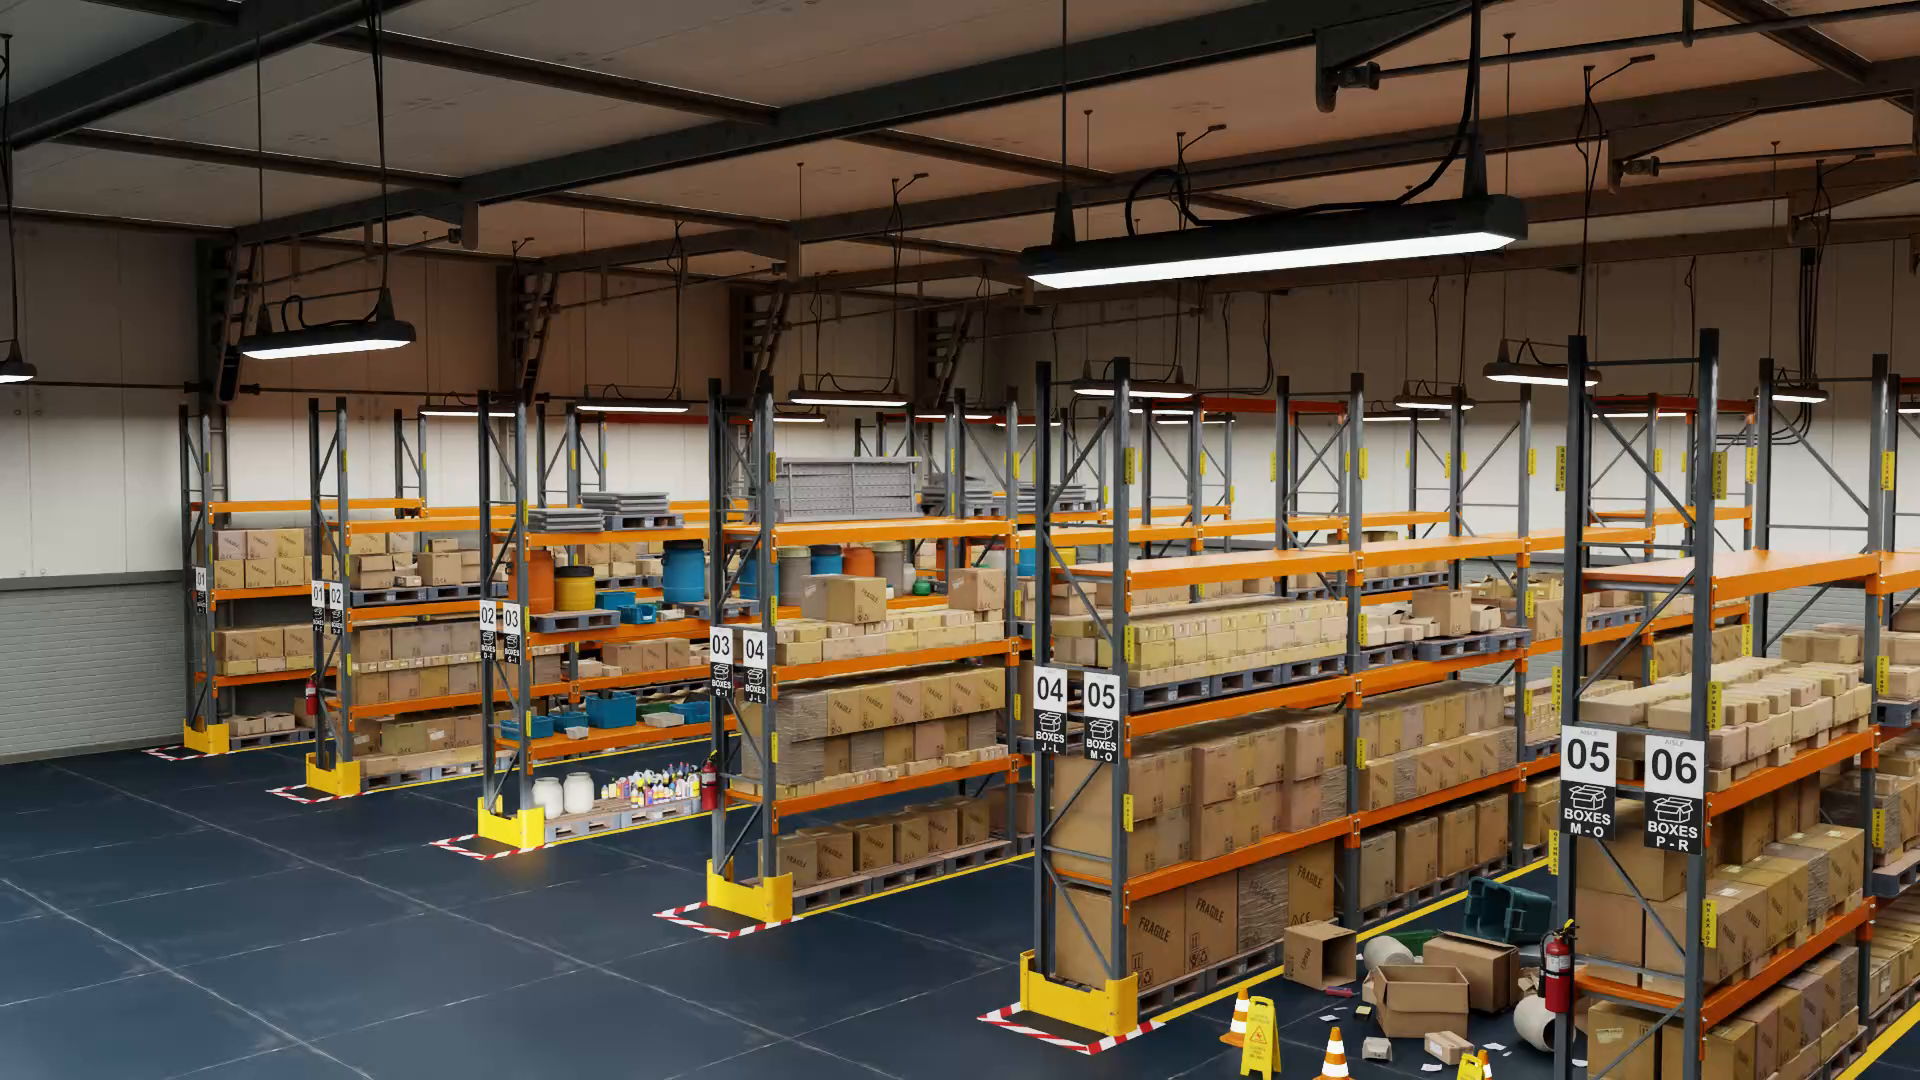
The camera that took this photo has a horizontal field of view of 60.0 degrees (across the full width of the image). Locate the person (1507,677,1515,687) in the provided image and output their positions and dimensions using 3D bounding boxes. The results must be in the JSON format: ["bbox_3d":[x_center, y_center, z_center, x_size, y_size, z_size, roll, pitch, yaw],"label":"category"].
[{"bbox_3d":[8.546,2.951,25.626,0.623,1.684,0.892,3,4,45],"label":"person"}]
